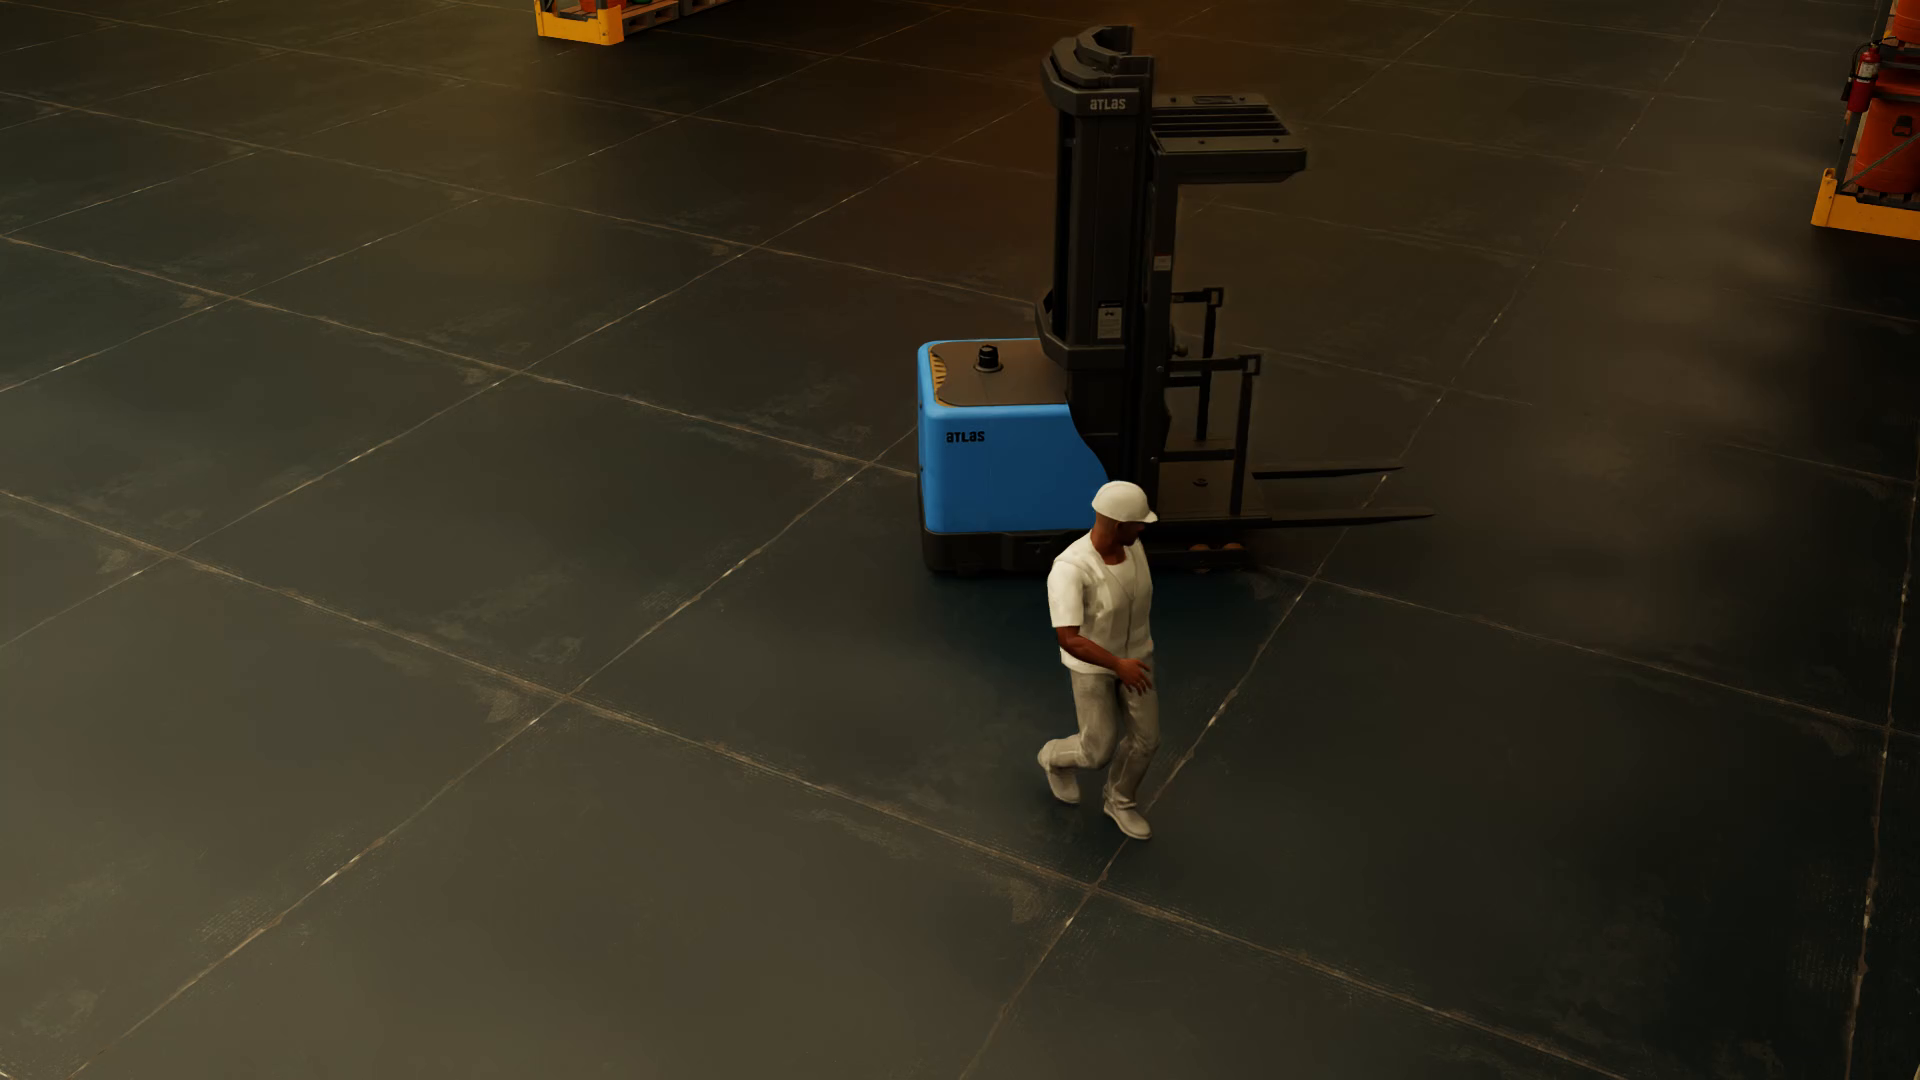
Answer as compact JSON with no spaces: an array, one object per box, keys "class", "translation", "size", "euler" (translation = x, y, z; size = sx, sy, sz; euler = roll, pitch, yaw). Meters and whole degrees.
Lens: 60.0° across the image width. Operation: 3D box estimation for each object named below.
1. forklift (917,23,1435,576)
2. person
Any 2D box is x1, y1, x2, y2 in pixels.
[{"class":"forklift","translation":[1.276,-1.341,9.394],"size":[3.031,2.935,1.130],"euler":[-2,30,-4]},{"class":"person","translation":[0.686,0.521,7.398],"size":[0.700,1.709,0.626],"euler":[-17,34,-27]}]
